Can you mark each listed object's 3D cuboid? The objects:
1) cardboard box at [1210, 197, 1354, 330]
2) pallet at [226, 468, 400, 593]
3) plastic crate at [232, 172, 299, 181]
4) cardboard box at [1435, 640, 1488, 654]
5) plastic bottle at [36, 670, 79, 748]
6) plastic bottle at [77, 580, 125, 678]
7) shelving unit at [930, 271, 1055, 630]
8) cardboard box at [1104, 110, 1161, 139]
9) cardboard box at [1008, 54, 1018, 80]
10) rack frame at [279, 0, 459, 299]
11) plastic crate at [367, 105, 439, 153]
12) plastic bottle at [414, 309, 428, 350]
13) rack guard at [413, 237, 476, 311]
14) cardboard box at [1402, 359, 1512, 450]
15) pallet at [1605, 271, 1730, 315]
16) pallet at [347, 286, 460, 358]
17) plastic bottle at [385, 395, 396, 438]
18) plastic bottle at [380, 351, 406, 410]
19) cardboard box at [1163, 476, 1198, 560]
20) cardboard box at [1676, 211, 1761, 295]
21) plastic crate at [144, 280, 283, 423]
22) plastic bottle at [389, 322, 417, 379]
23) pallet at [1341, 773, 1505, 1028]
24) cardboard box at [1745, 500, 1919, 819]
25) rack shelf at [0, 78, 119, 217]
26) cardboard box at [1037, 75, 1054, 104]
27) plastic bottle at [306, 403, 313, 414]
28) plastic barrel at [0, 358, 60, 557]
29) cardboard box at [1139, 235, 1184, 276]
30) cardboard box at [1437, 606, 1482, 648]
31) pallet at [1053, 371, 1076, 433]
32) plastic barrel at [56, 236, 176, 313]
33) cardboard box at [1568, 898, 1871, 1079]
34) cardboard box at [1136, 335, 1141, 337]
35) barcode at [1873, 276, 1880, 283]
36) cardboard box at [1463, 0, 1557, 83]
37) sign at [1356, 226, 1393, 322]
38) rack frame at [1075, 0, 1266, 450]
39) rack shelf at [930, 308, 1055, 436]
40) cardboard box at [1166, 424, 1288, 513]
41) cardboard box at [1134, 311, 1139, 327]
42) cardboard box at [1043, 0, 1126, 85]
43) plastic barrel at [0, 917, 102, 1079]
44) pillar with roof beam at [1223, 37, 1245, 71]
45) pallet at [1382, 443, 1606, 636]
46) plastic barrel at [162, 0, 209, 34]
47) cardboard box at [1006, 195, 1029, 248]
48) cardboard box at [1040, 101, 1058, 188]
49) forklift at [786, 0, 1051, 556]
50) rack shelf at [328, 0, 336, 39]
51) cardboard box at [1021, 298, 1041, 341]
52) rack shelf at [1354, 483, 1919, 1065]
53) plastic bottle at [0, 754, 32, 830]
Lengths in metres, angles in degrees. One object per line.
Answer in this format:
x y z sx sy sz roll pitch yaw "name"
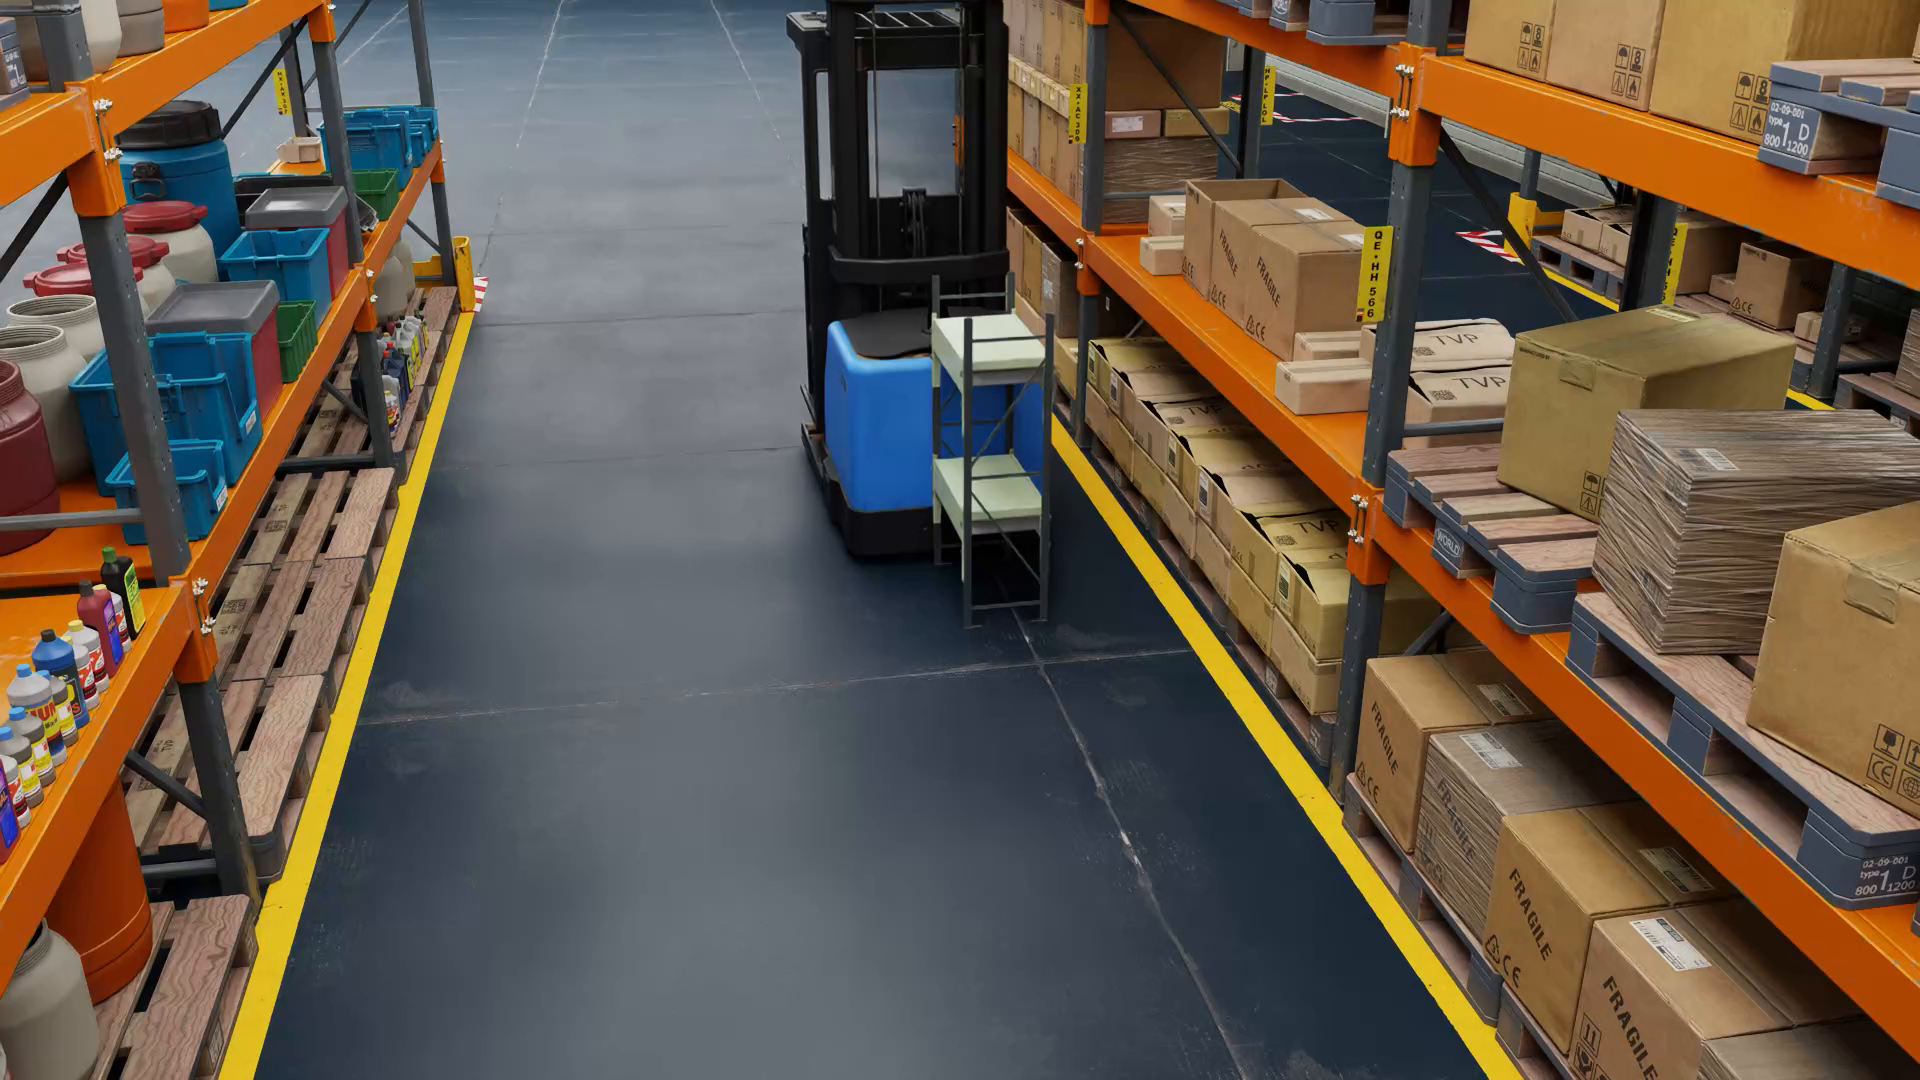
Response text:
1.517 -1.317 7.893 0.500 0.500 0.500 -4 24 -10 "cardboard box"
-3.484 -0.030 8.554 1.003 0.211 1.213 -4 24 -10 "pallet"
-4.139 -1.961 9.678 0.499 0.251 0.616 -4 24 -10 "plastic crate"
2.133 0.434 6.918 0.500 0.250 0.500 -4 24 -10 "cardboard box"
-2.334 0.431 4.265 0.097 0.201 0.097 0 24 0 "plastic bottle"
-2.391 0.231 4.618 0.061 0.283 0.133 -4 24 -10 "plastic bottle"
0.140 -0.431 7.862 0.431 1.500 0.755 -5 24 -11 "shelving unit"
0.940 -2.413 9.592 0.380 0.149 0.250 -4 24 -10 "cardboard box"
0.515 -3.319 11.666 0.380 0.149 0.250 -5 24 -12 "cardboard box"
-4.407 -3.187 12.299 1.000 3.000 0.127 -4 24 -10 "rack frame"
-4.021 -2.944 11.929 0.499 0.251 0.616 -4 24 -10 "plastic crate"
-3.597 -1.409 11.073 0.061 0.283 0.133 -4 24 -8 "plastic bottle"
-4.347 -2.015 12.739 1.175 0.500 0.348 -4 24 -10 "rack guard"
1.916 -0.511 6.283 0.500 0.311 0.500 -3 24 -6 "cardboard box"
5.681 -1.811 12.634 1.003 0.211 1.213 -4 24 -10 "pallet"
-4.202 -1.563 12.065 1.003 0.211 1.213 -4 24 -10 "pallet"
-3.296 -0.723 9.516 0.097 0.271 0.097 0 24 0 "plastic bottle"
-3.409 -0.950 9.936 0.144 0.351 0.185 -4 24 -8 "plastic bottle"
1.317 -0.129 8.209 0.500 0.250 0.500 -4 24 -9 "cardboard box"
5.560 -2.181 12.570 0.700 0.500 0.500 -6 24 -13 "cardboard box"
-2.926 -0.728 6.589 0.402 0.464 0.583 -4 24 -10 "plastic crate"
-3.522 -1.191 10.489 0.144 0.351 0.185 -4 24 -10 "plastic bottle"
2.042 1.169 5.810 1.003 0.211 1.213 -4 24 -10 "pallet"
2.293 0.239 3.805 0.700 0.500 0.500 -11 26 -23 "cardboard box"
-2.558 -0.299 2.837 1.077 0.370 4.000 -4 24 -10 "rack shelf"
0.707 -2.913 10.736 0.380 0.149 0.250 -4 24 -8 "cardboard box"
-3.964 -0.895 9.906 0.152 0.276 0.135 -4 24 -10 "plastic bottle"
-3.311 -0.263 5.434 0.600 0.536 0.708 -4 24 -10 "plastic barrel"
1.164 -1.500 8.751 0.380 0.149 0.250 -4 24 -10 "cardboard box"
2.133 0.177 6.806 0.500 0.311 0.500 -4 24 -8 "cardboard box"
1.095 -1.017 10.814 1.003 0.211 1.213 -4 24 -10 "pallet"
-3.570 -0.995 7.110 0.433 0.535 0.433 0 24 0 "plastic barrel"
2.036 1.347 4.492 0.500 0.500 0.500 -5 24 -12 "cardboard box"
1.413 -1.116 10.468 0.500 0.250 0.500 -4 24 -10 "cardboard box"
6.205 -1.780 11.251 0.001 0.075 0.075 -4 24 -10 "barcode"
2.055 -1.657 4.923 0.910 0.500 0.500 -4 24 -10 "cardboard box"
1.396 -0.894 5.602 0.100 0.325 0.005 -4 24 -10 "sign"
1.201 -1.979 9.533 1.000 3.000 0.127 -4 24 -10 "rack frame"
0.140 -0.788 7.706 0.431 0.370 0.720 -5 24 -11 "rack shelf"
1.318 -0.383 8.088 0.500 0.311 0.500 -4 24 -8 "cardboard box"
1.323 -1.657 10.769 0.500 0.500 0.500 -4 24 -10 "cardboard box"
0.926 -3.189 10.558 0.700 0.500 0.500 -4 24 -10 "cardboard box"
-2.628 1.314 4.577 0.421 0.512 0.421 0 24 0 "plastic barrel"
-0.141 -10.860 22.372 9.100 9.000 0.400 -4 24 -10 "pillar with roof beam"
2.135 -0.056 5.370 1.213 0.211 1.003 -4 24 -10 "pallet"
-2.987 -2.208 5.774 0.600 0.830 0.708 -4 24 -10 "plastic barrel"
0.541 -2.209 12.033 0.500 0.500 0.500 -4 24 -10 "cardboard box"
0.920 -2.603 10.838 0.700 0.500 0.500 -4 24 -9 "cardboard box"
-0.337 -1.825 9.266 1.130 2.935 3.031 -5 24 -11 "forklift"
-4.037 -3.445 10.042 1.077 0.370 4.000 -4 24 -10 "rack shelf"
0.711 -1.470 11.280 0.500 0.250 0.500 -4 24 -10 "cardboard box"
2.311 0.711 4.273 1.077 0.370 4.000 -4 24 -10 "rack shelf"
-2.262 0.584 3.914 0.097 0.201 0.097 0 24 0 "plastic bottle"
